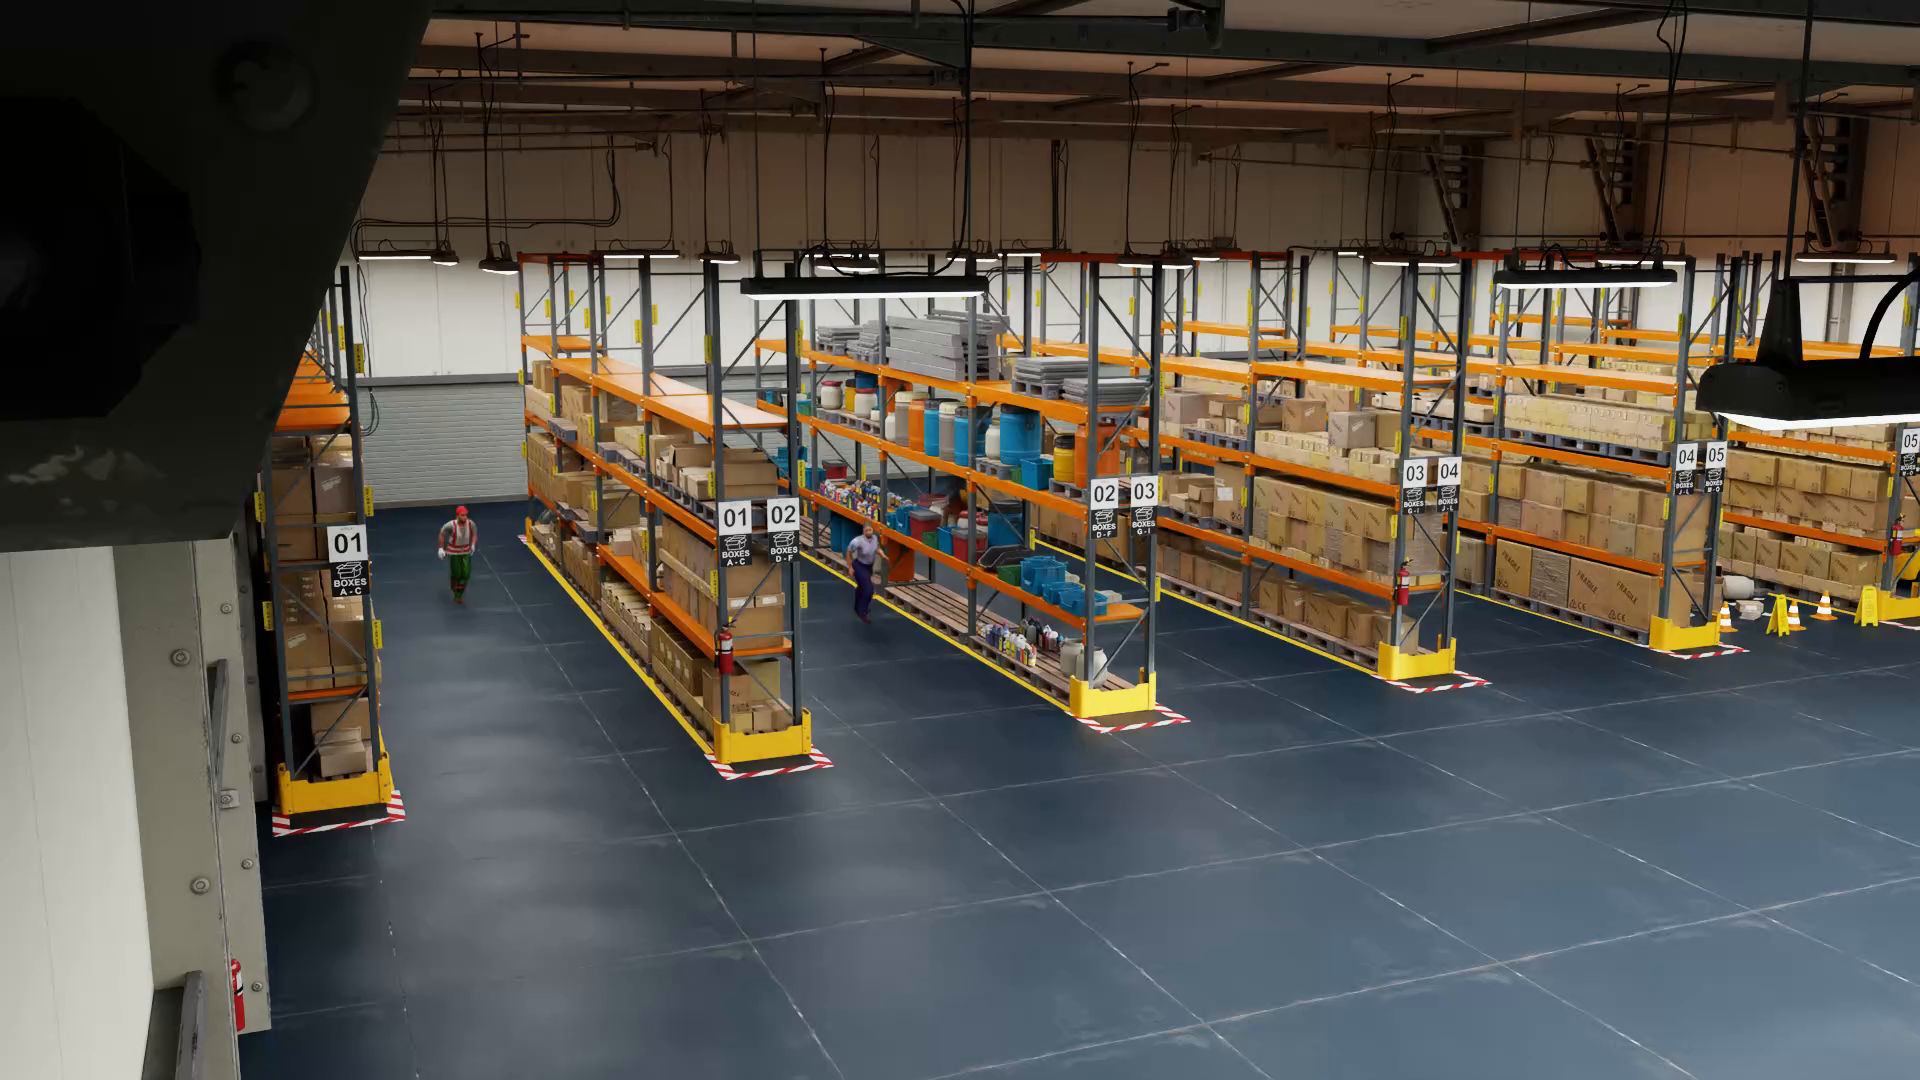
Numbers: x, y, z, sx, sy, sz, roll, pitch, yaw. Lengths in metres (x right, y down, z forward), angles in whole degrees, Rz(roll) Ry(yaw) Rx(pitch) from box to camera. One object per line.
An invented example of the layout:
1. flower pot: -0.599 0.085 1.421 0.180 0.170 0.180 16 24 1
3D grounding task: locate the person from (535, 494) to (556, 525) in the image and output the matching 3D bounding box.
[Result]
1. person: -8.909 -0.985 35.926 0.679 1.603 0.587 1 10 7

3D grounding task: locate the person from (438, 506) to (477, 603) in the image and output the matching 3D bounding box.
1. person: -8.751 0.236 29.022 0.668 1.711 0.710 -8 13 -39

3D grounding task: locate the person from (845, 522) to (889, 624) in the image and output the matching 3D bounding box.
1. person: -1.469 0.507 26.585 0.778 1.643 0.626 5 12 27
